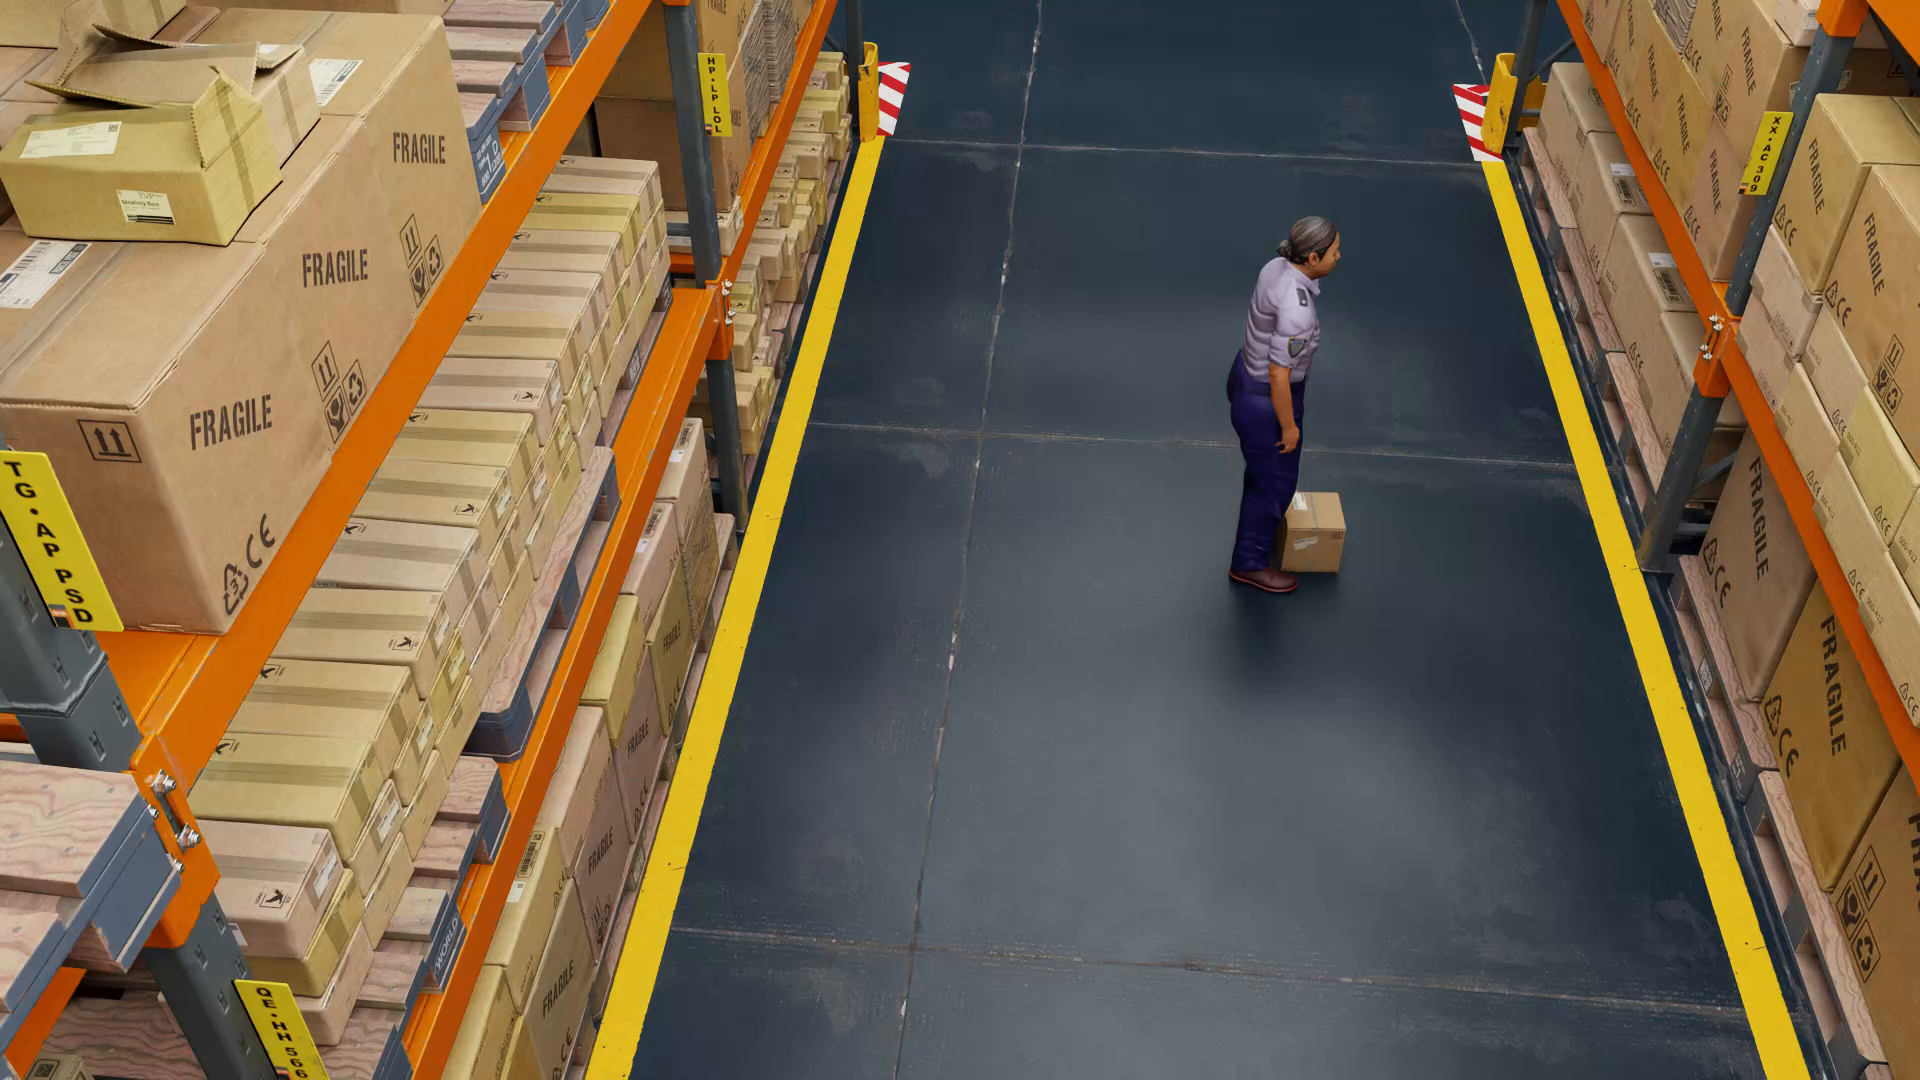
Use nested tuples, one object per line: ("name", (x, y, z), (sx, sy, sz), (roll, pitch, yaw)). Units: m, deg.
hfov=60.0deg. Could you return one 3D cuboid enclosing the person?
("person", (1.320, -0.534, 6.875), (0.426, 1.545, 0.562), (1, 40, 1))
